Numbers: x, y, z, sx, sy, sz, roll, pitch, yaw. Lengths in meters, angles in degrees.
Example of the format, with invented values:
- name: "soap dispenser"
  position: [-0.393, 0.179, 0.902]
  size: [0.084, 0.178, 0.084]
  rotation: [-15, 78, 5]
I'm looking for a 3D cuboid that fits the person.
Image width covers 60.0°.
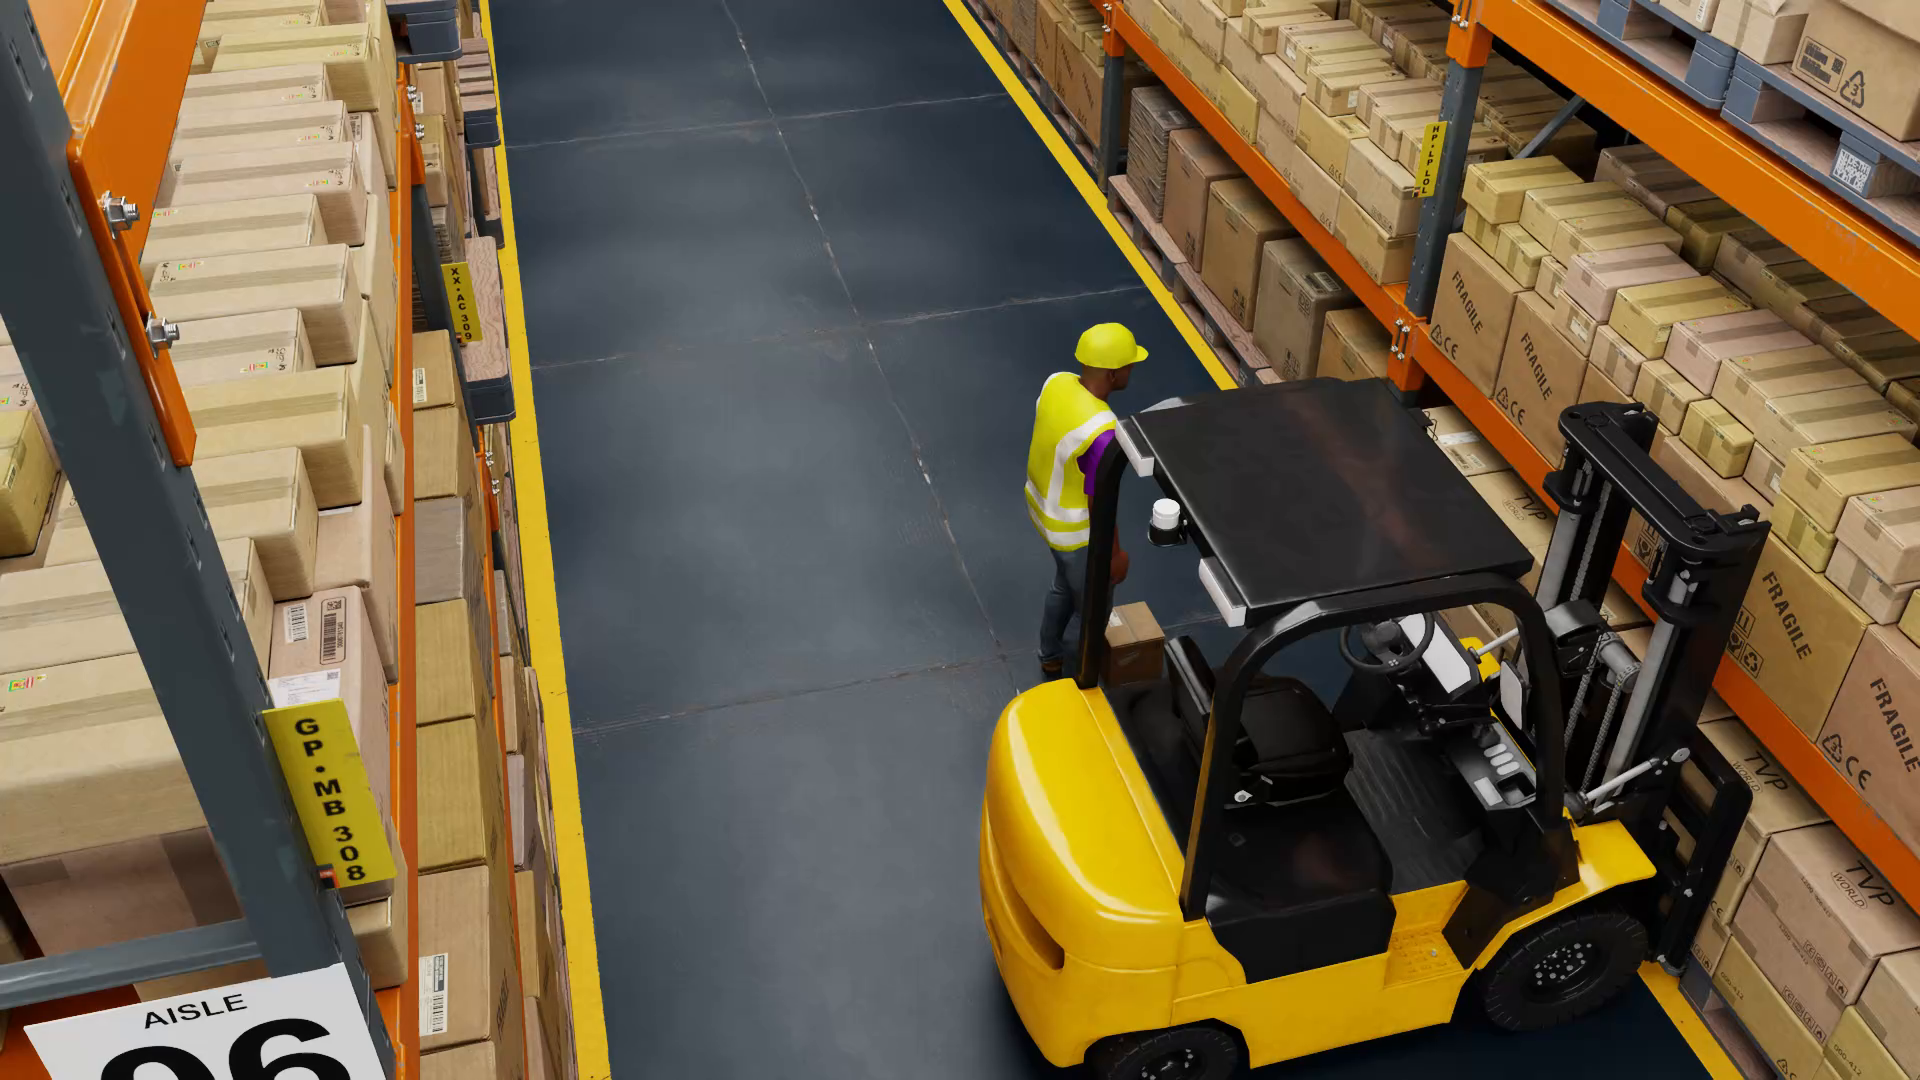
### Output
- name: "person"
  position: [0.513, -0.095, 6.822]
  size: [0.457, 1.760, 0.635]
  rotation: [-12, 39, -14]
